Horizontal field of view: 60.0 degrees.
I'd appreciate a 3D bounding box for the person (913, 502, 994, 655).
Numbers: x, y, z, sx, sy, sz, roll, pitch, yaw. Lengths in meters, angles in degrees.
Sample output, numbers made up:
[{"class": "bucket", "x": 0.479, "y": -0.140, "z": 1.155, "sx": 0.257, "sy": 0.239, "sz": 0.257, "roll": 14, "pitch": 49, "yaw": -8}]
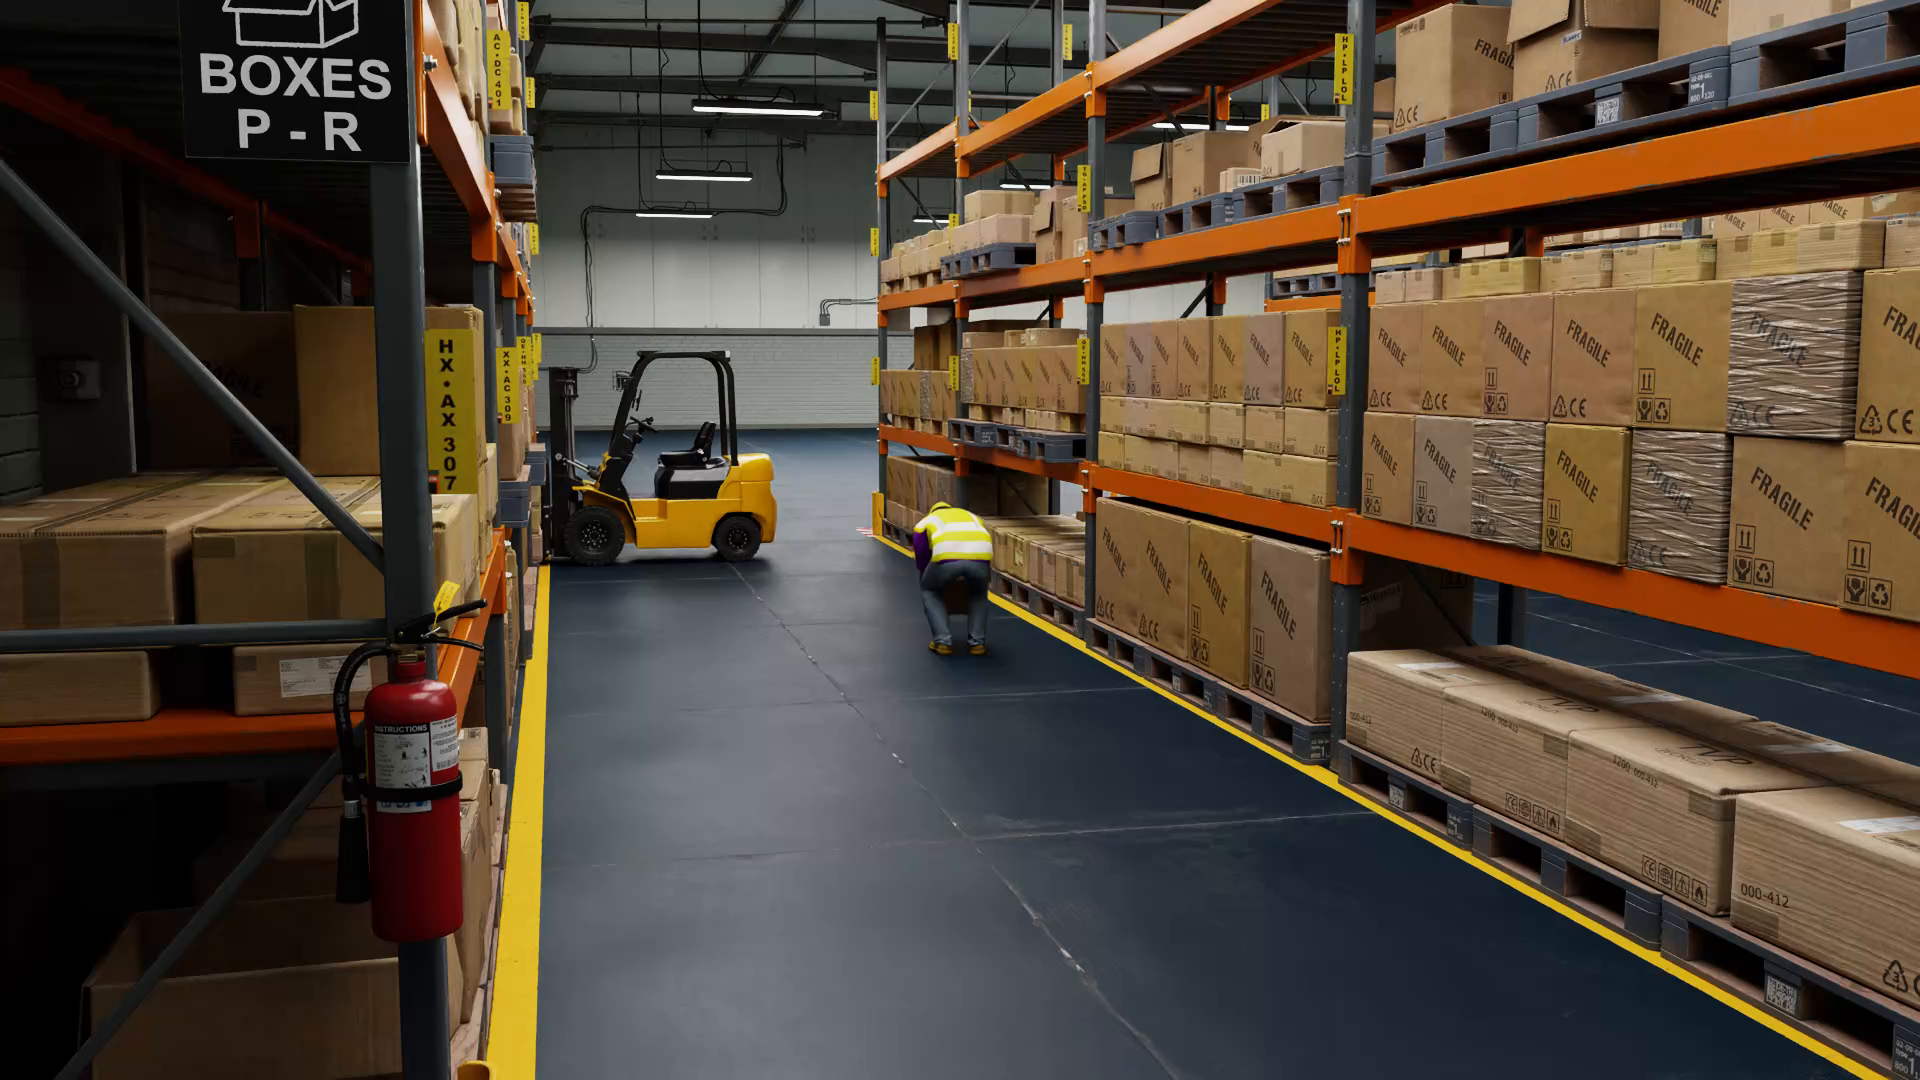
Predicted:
[{"class": "person", "x": -0.059, "y": 0.270, "z": 11.830, "sx": 0.524, "sy": 1.022, "sz": 0.962, "roll": -1, "pitch": 6, "yaw": -11}]
